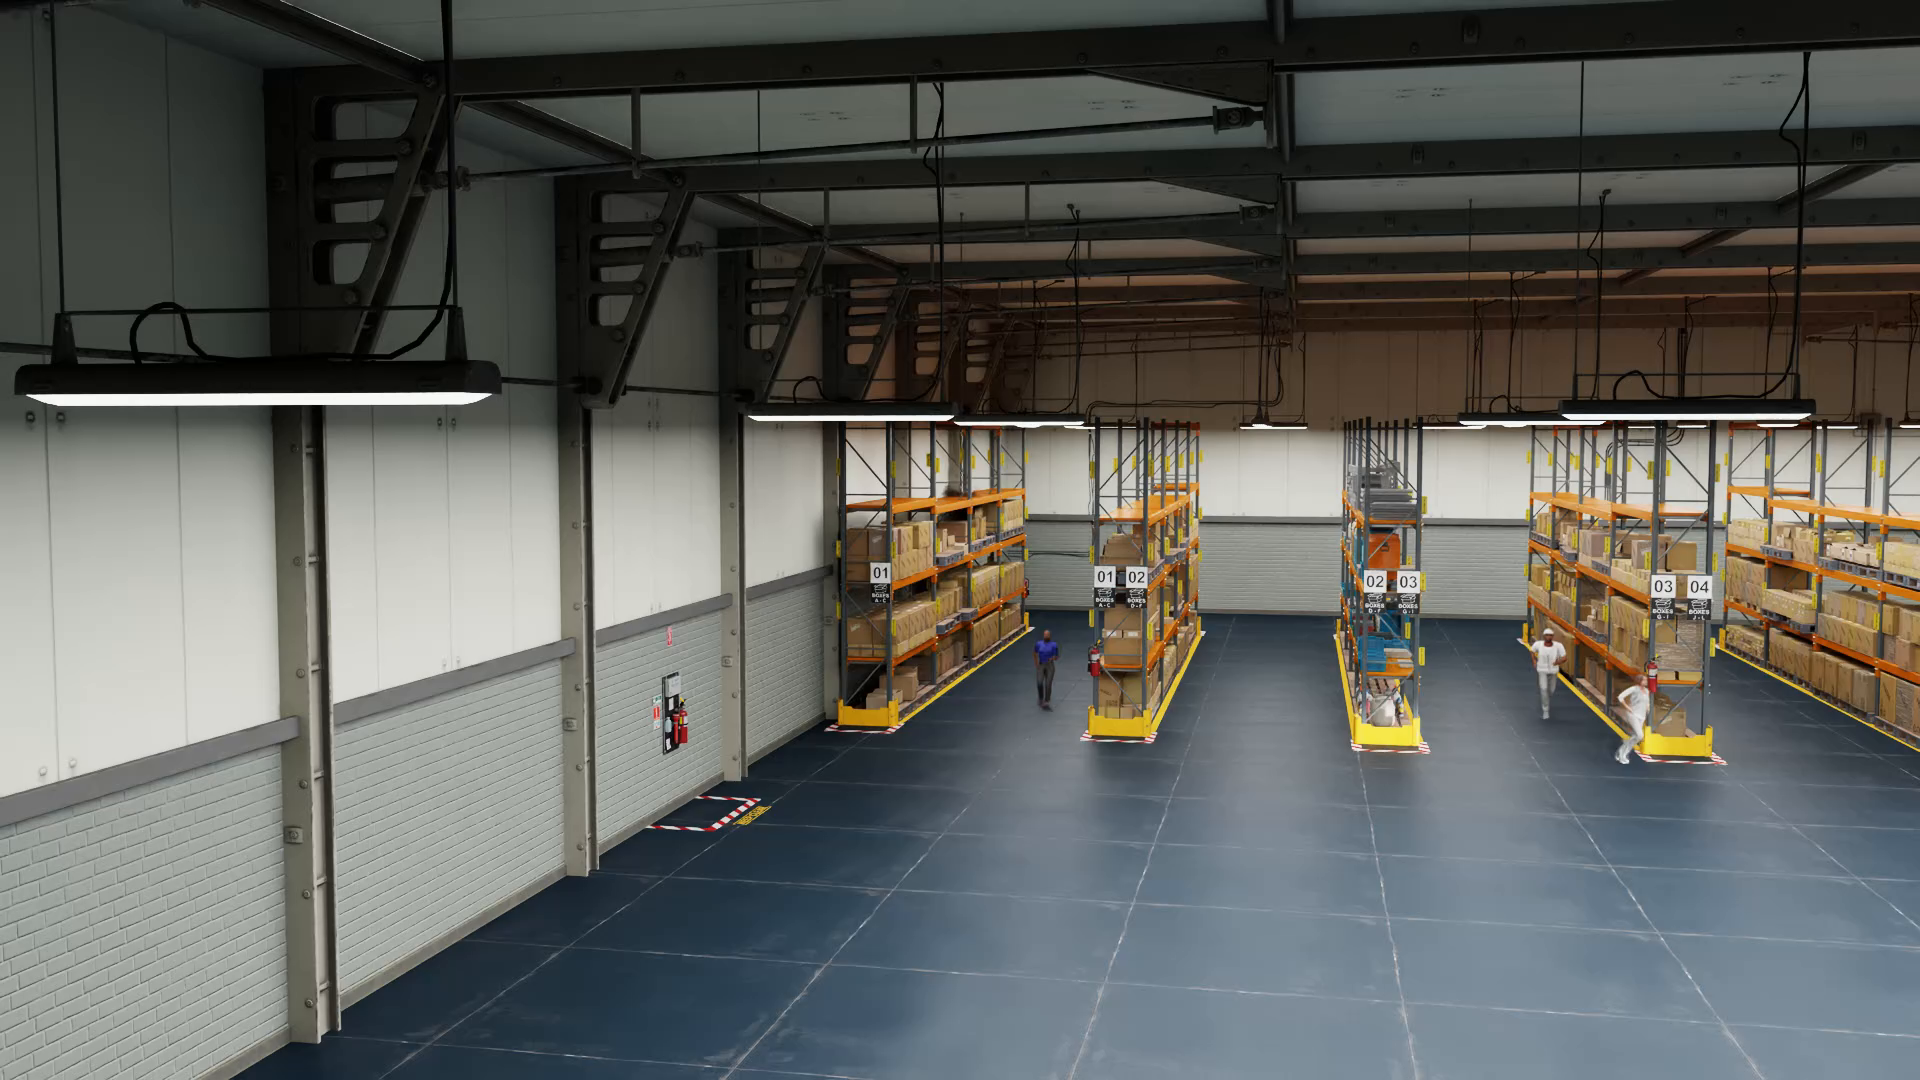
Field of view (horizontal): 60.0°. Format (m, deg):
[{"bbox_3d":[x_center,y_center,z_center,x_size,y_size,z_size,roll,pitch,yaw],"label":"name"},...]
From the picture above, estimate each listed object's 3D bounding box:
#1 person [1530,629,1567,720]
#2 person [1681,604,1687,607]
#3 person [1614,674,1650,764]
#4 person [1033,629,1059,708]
[{"bbox_3d":[11.893,2.669,33.572,0.662,1.782,1.137,1,4,9],"label":"person"},{"bbox_3d":[19.389,2.013,44.680,0.507,1.623,0.613,-2,4,-31],"label":"person"},{"bbox_3d":[11.651,3.074,28.670,0.534,1.549,0.557,-2,4,-31],"label":"person"},{"bbox_3d":[1.770,2.672,34.444,0.549,1.645,0.648,0,4,6],"label":"person"}]
